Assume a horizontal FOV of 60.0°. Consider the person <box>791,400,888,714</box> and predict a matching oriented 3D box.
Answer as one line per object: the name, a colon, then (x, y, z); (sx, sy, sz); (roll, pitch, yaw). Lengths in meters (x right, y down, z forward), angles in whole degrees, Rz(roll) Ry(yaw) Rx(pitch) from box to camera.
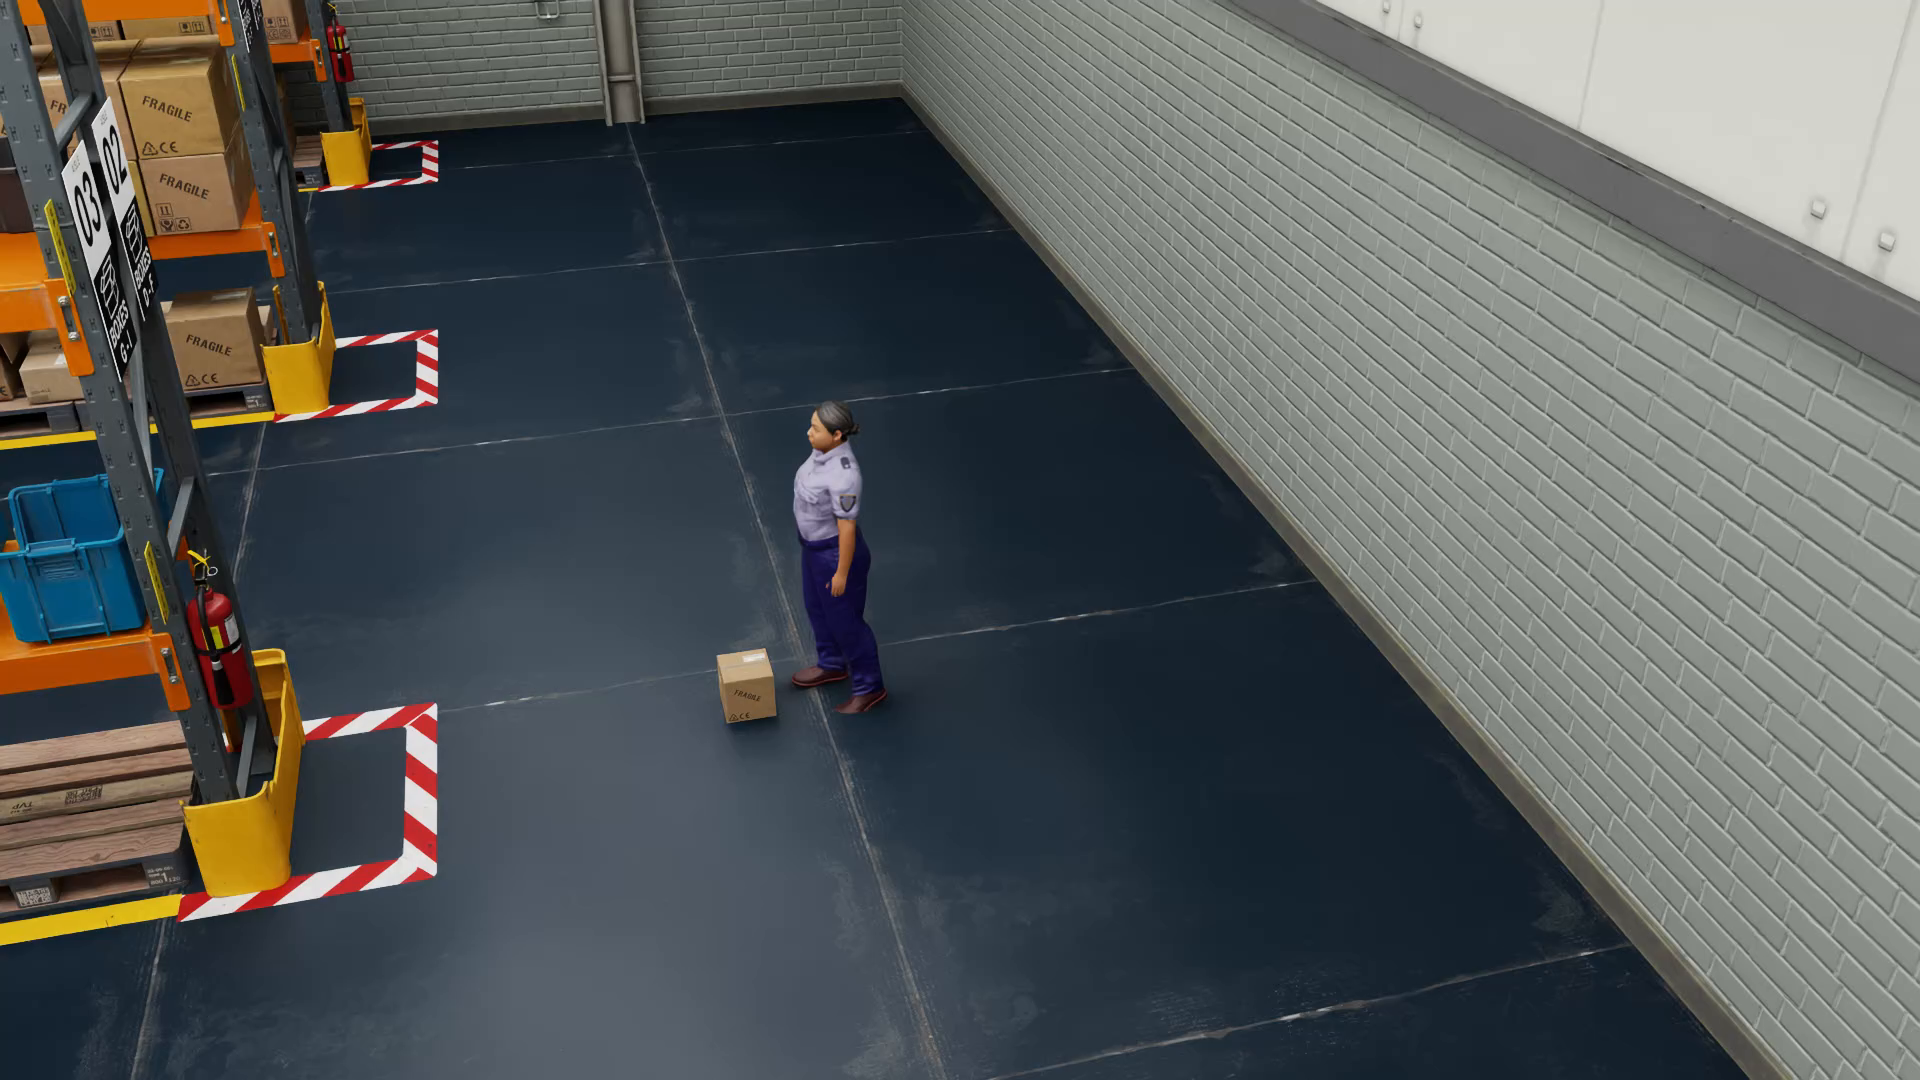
person: (-0.620, 0.087, 8.134); (0.454, 1.685, 0.473); (-7, 31, -12)
